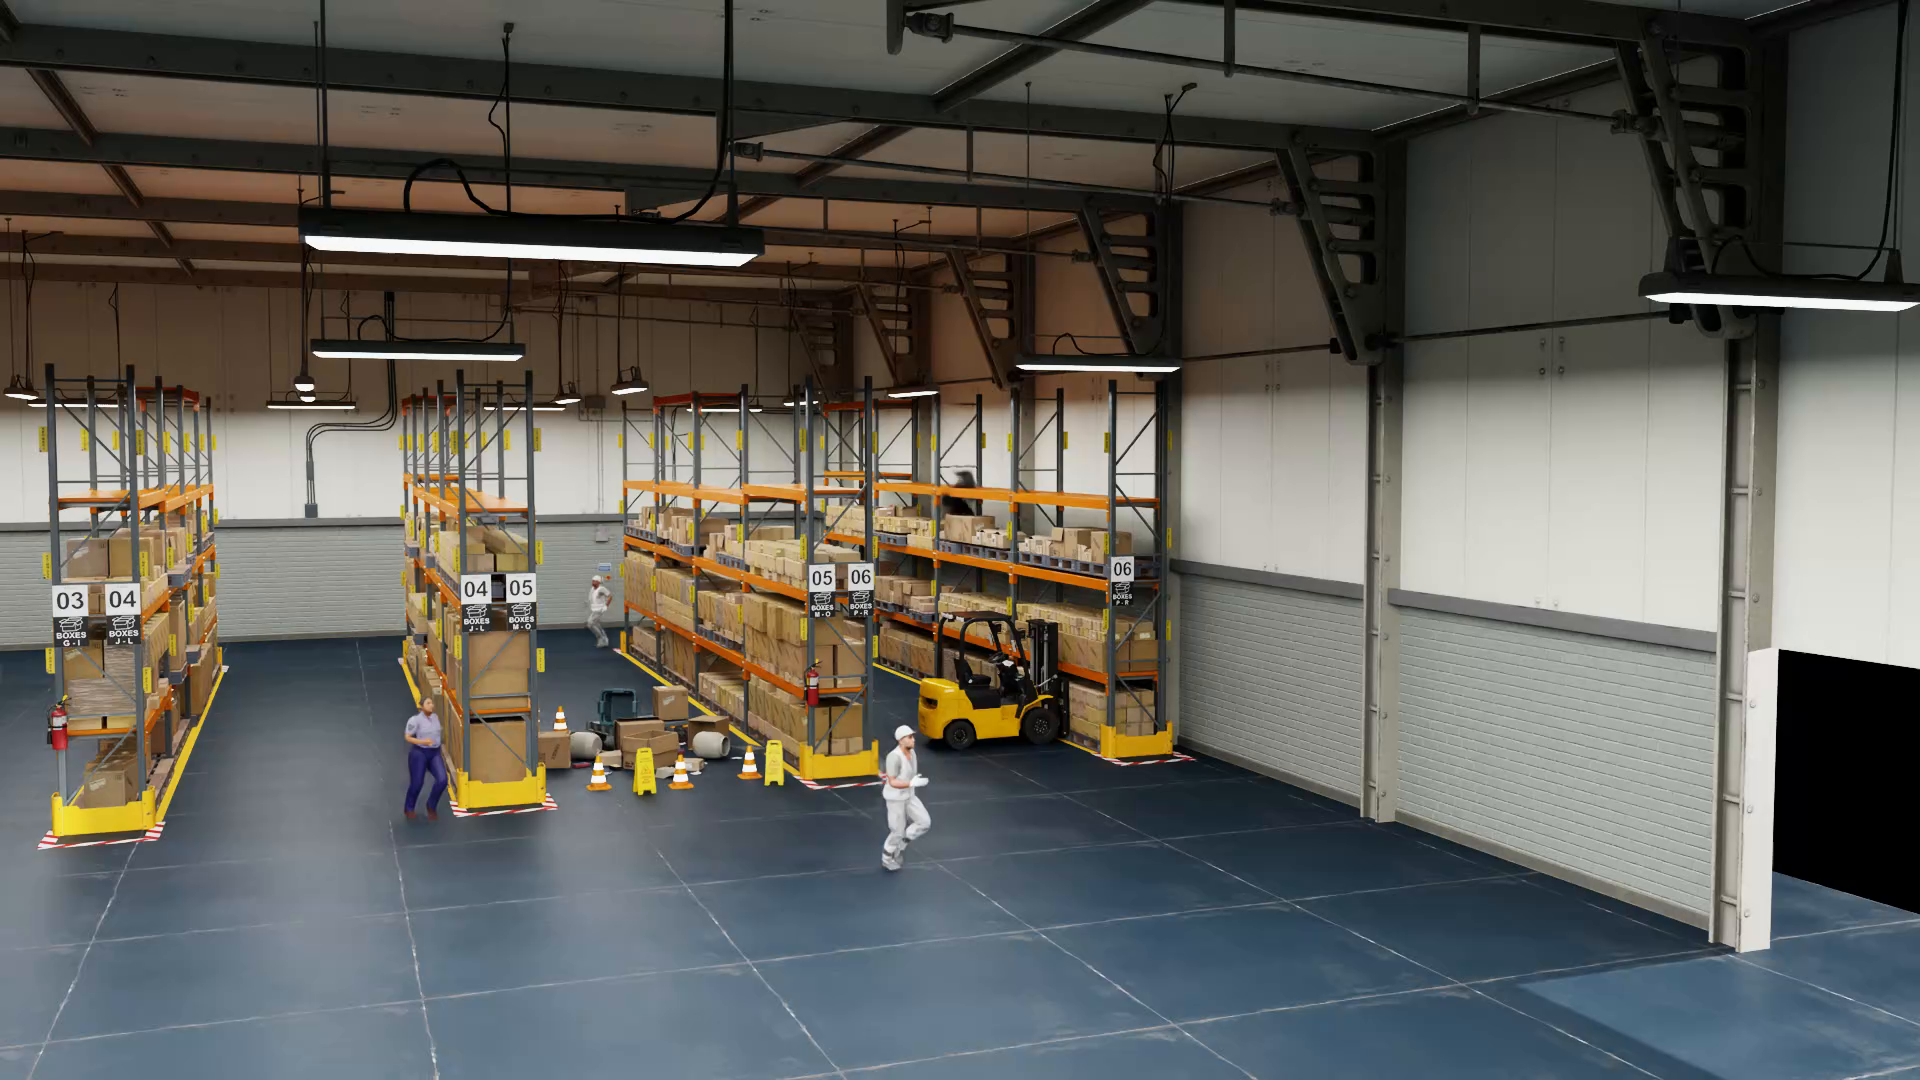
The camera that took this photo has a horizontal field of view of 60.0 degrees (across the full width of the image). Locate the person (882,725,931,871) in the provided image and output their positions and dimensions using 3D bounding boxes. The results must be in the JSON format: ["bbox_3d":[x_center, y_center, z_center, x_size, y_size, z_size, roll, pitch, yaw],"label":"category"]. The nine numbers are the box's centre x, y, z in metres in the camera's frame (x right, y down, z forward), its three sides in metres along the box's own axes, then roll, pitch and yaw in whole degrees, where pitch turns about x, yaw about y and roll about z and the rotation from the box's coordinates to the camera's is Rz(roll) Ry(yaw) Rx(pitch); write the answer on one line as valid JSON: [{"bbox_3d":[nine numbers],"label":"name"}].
[{"bbox_3d":[-0.627,2.992,19.251,0.726,1.726,0.704,2,4,31],"label":"person"}]

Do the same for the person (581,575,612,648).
[{"bbox_3d":[-8.909,1.749,40.628,0.651,1.770,0.682,-2,4,-30],"label":"person"}]

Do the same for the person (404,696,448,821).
[{"bbox_3d":[-7.072,2.914,22.055,0.618,1.666,0.589,3,4,41],"label":"person"}]
